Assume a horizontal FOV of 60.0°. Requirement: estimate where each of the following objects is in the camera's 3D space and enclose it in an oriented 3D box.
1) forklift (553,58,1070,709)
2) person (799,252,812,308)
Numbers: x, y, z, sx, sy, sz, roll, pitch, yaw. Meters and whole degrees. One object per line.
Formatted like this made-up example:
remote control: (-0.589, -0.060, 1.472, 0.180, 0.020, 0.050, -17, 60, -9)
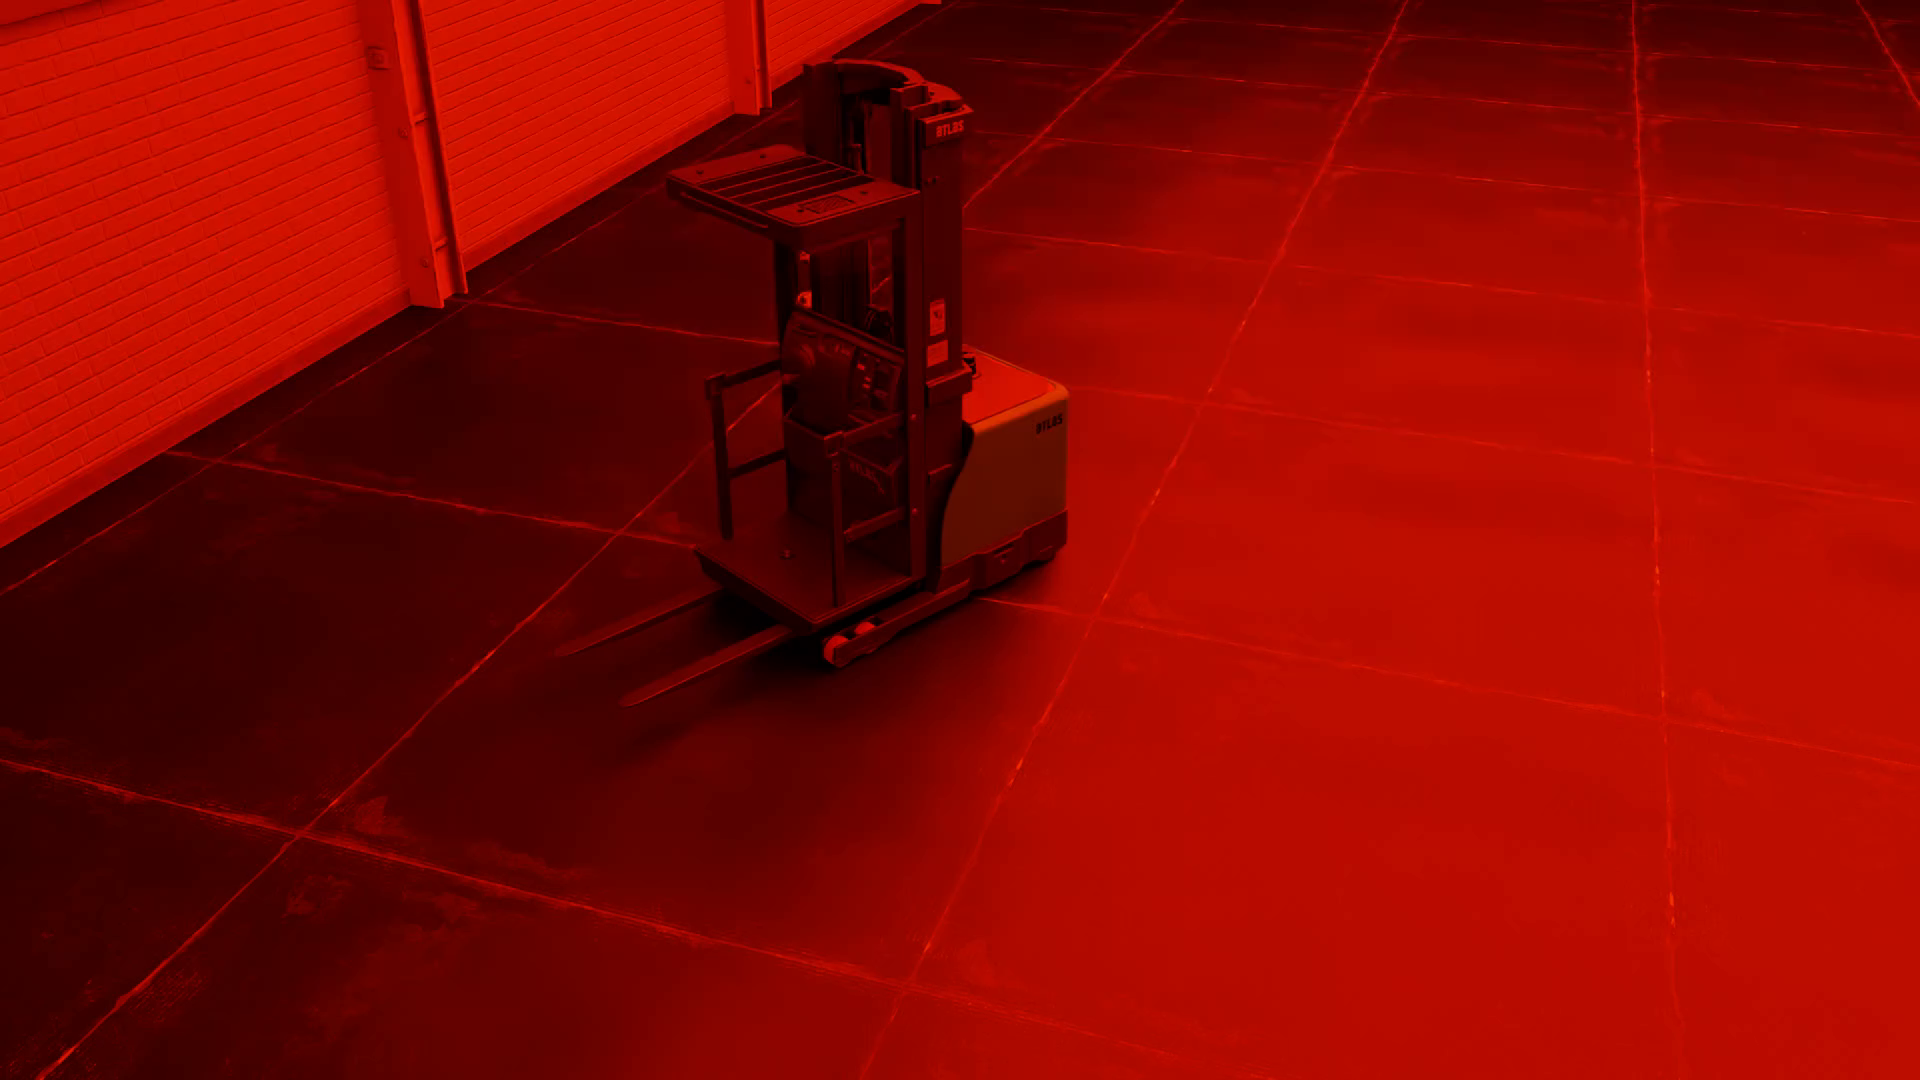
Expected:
forklift: (-0.781, -0.884, 8.688, 3.031, 2.935, 1.130, -25, 38, -36)
person: (-0.787, -0.996, 10.255, 0.799, 1.600, 0.434, 23, 37, 34)
